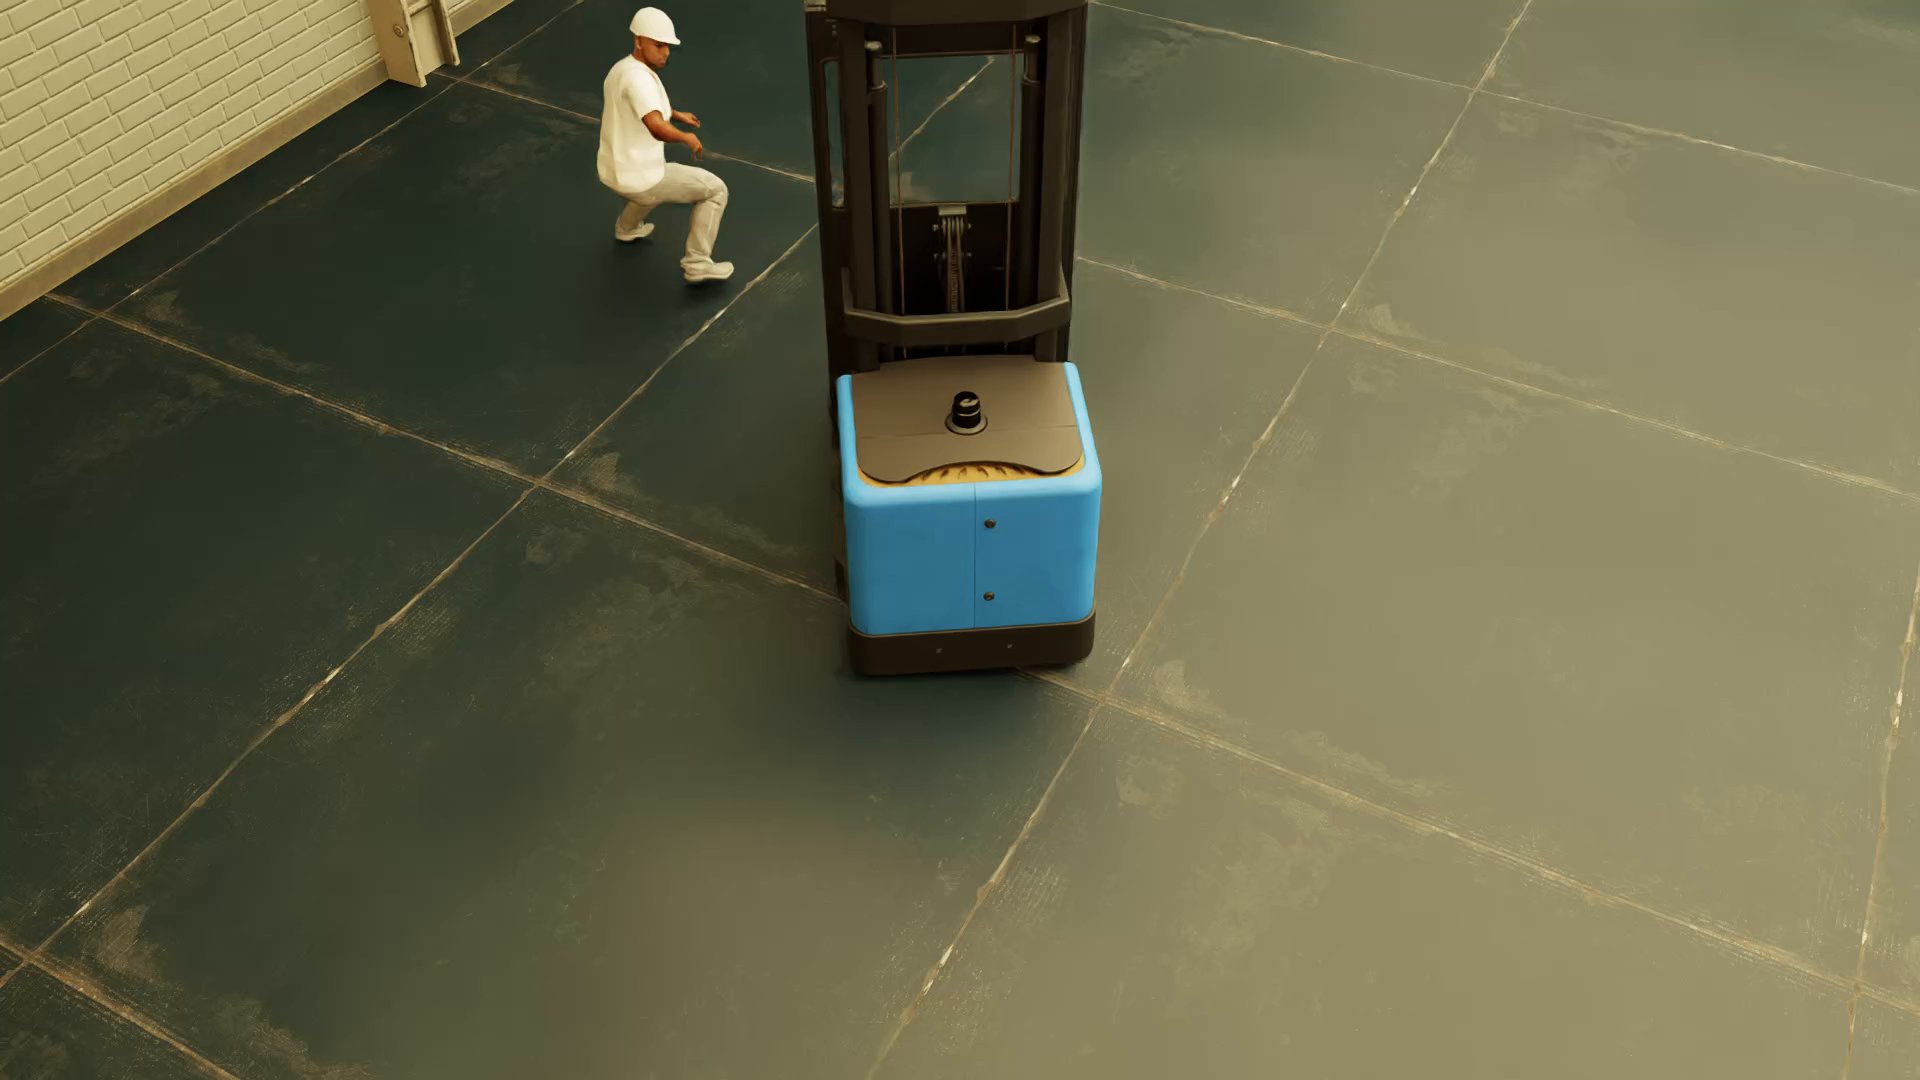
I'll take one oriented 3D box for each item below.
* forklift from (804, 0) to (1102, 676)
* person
[{"bbox_3d":[-0.078,-1.497,7.243,1.130,2.935,3.031,-4,43,-4],"label":"forklift"},{"bbox_3d":[-1.602,-2.122,8.994,0.806,1.523,0.921,-26,49,-25],"label":"person"}]
